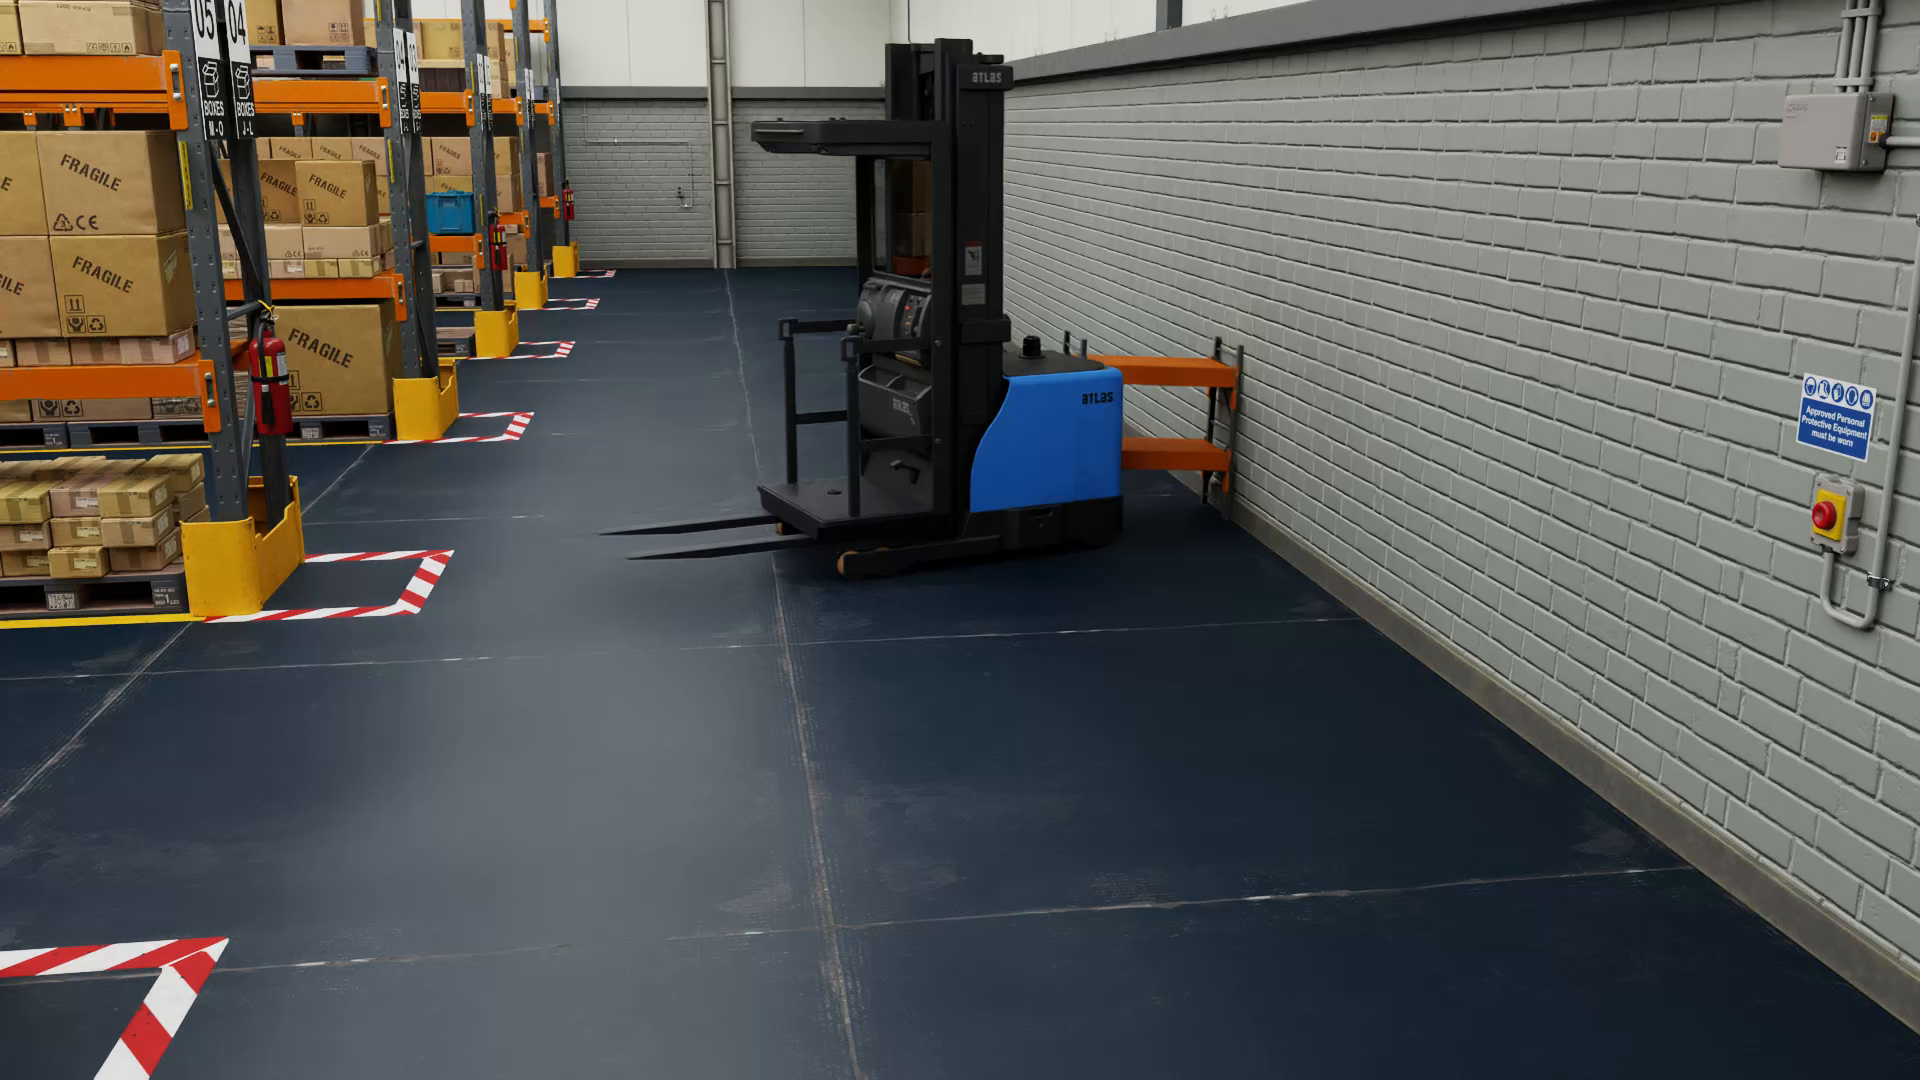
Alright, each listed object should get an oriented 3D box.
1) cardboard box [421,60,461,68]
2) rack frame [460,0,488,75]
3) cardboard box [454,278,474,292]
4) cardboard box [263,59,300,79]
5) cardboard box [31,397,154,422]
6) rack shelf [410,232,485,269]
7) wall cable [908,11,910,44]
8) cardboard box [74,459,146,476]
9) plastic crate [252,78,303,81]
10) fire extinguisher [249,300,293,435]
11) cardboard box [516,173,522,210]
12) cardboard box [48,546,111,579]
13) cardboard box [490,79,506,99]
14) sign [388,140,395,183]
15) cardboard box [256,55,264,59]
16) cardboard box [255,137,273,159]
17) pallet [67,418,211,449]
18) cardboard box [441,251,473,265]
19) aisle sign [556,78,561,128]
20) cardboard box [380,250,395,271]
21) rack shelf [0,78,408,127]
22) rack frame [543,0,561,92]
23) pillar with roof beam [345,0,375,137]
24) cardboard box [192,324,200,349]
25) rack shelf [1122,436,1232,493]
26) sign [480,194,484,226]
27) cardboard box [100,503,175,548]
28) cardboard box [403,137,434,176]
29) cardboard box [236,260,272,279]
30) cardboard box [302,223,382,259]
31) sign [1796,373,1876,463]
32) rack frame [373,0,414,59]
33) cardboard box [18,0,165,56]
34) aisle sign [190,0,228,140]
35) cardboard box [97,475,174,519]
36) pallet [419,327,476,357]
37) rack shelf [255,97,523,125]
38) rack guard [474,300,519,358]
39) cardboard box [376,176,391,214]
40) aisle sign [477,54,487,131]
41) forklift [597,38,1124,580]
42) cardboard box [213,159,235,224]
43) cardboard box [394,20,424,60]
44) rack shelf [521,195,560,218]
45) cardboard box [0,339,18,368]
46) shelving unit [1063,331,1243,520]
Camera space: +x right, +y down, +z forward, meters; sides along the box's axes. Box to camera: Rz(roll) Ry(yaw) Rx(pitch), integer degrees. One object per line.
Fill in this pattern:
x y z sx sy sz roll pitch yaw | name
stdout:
-6.923 -6.308 22.321 0.500 0.250 0.500 -2 14 -8 | cardboard box
-5.224 -6.499 17.639 0.127 3.000 1.000 -2 14 -8 | rack frame
-6.873 -3.548 23.124 0.250 0.166 0.380 -2 14 -8 | cardboard box
-8.902 -6.237 22.041 0.500 0.250 0.500 -2 14 -8 | cardboard box
-6.887 -1.464 13.396 0.875 0.875 0.875 -2 14 -8 | cardboard box
-7.202 -3.168 18.167 4.000 0.370 1.077 -2 14 -8 | rack shelf
-1.054 -7.495 27.993 0.112 2.526 3.097 -2 14 -8 | wall cable
-4.671 -0.335 9.165 0.250 0.149 0.380 -2 14 -7 | cardboard box
-7.230 -4.782 17.499 0.530 0.136 0.437 -2 14 -8 | plastic crate
-3.529 -0.881 8.495 0.183 0.674 0.296 -2 14 -8 | fire extinguisher
-6.436 -4.877 23.297 0.500 0.500 0.500 -2 14 -7 | cardboard box
-4.576 0.081 8.732 0.250 0.149 0.380 -2 14 -7 | cardboard box
-6.427 -6.081 22.447 0.500 0.250 0.500 -2 14 -8 | cardboard box
-4.419 -2.944 12.926 0.005 0.325 0.100 -2 14 -8 | sign
-9.438 -6.651 22.150 0.500 0.500 0.700 -2 14 -8 | cardboard box
-9.406 -5.119 22.207 0.500 0.500 0.500 -2 14 -7 | cardboard box
-6.469 -0.954 13.594 1.213 0.211 1.003 -2 14 -8 | pallet
-8.369 -4.878 27.781 0.500 0.500 0.700 -3 14 -10 | cardboard box
-6.584 -7.164 27.277 0.004 0.787 0.394 -2 14 -8 | aisle sign
-4.886 -2.343 13.914 0.250 0.149 0.380 -2 14 -8 | cardboard box
-6.464 -3.432 13.052 4.000 0.370 1.077 -2 14 -8 | rack shelf
-6.700 -8.883 27.141 0.127 3.000 1.000 -2 14 -8 | rack frame
-9.451 -7.935 23.365 0.400 9.000 9.100 -2 14 -8 | pillar with roof beam
-4.216 -1.147 9.144 0.250 0.149 0.380 -2 14 -9 | cardboard box
1.190 -0.504 10.792 1.000 0.278 0.538 1 13 -10 | rack shelf
-5.126 -3.537 17.824 0.005 0.325 0.100 -2 14 -8 | sign
-4.326 -0.079 8.756 0.250 0.149 0.380 -2 14 -10 | cardboard box
-7.369 -5.194 22.505 0.500 0.500 0.500 -2 14 -7 | cardboard box
-5.542 -2.157 13.172 0.250 0.149 0.380 -2 14 -7 | cardboard box
-4.926 -2.388 13.276 0.500 0.250 0.500 -2 14 -9 | cardboard box
2.616 -0.369 4.973 0.001 0.218 0.327 -2 14 -8 | sign
-4.486 -5.308 12.888 0.127 3.000 1.000 -2 14 -8 | rack frame
-4.257 -2.504 8.180 0.500 0.250 0.500 -2 14 -10 | cardboard box
-3.730 -2.393 8.253 0.004 0.787 0.394 -2 14 -8 | aisle sign
-4.333 -0.231 8.750 0.250 0.149 0.380 -2 14 -8 | cardboard box
-6.045 -2.216 18.626 1.213 0.211 1.003 -2 14 -8 | pallet
-7.936 -5.815 22.554 4.000 0.370 1.077 -2 14 -8 | rack shelf
-5.202 -2.381 18.689 0.348 0.500 1.175 -2 14 -8 | rack guard
-7.865 -4.693 22.564 0.500 0.500 0.500 -2 14 -9 | cardboard box
-5.109 -4.783 17.782 0.004 0.787 0.394 -2 14 -8 | aisle sign
-0.567 -1.341 9.544 3.031 2.935 1.130 -7 16 -25 | forklift
-6.007 -2.843 13.546 0.500 0.500 0.500 -2 14 -10 | cardboard box
-7.449 -6.705 22.366 0.500 0.500 0.700 -2 14 -8 | cardboard box
-8.678 -5.551 27.670 4.000 0.370 1.077 -2 14 -8 | rack shelf
-4.873 -0.972 8.449 0.250 0.149 0.380 -2 14 -7 | cardboard box
1.203 -0.742 10.737 1.048 1.125 0.538 1 13 -10 | shelving unit
